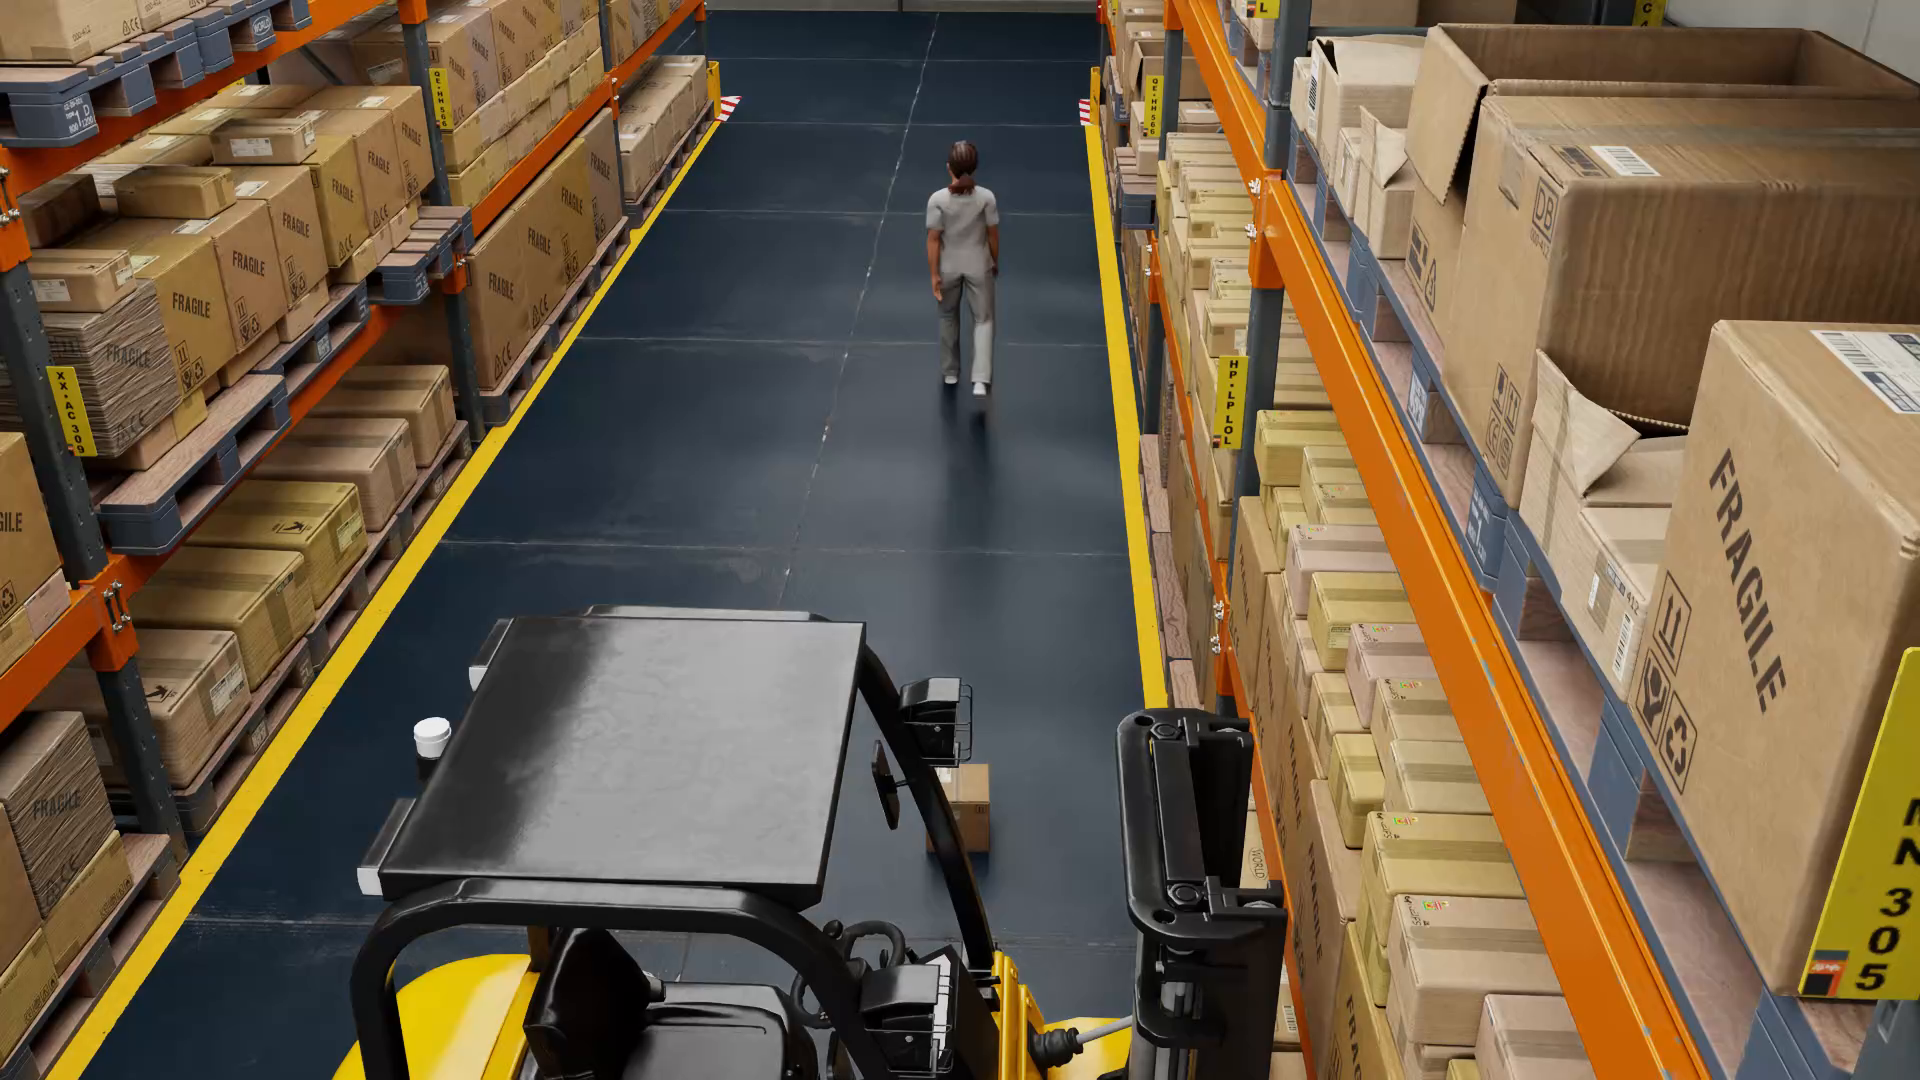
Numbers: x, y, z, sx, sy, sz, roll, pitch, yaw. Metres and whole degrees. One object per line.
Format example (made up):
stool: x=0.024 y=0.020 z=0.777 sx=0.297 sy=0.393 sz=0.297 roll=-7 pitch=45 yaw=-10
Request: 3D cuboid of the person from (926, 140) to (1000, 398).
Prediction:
person: x=0.021 y=-1.665 z=10.241 sx=0.440 sy=1.638 sz=0.864 roll=1 pitch=28 yaw=3
